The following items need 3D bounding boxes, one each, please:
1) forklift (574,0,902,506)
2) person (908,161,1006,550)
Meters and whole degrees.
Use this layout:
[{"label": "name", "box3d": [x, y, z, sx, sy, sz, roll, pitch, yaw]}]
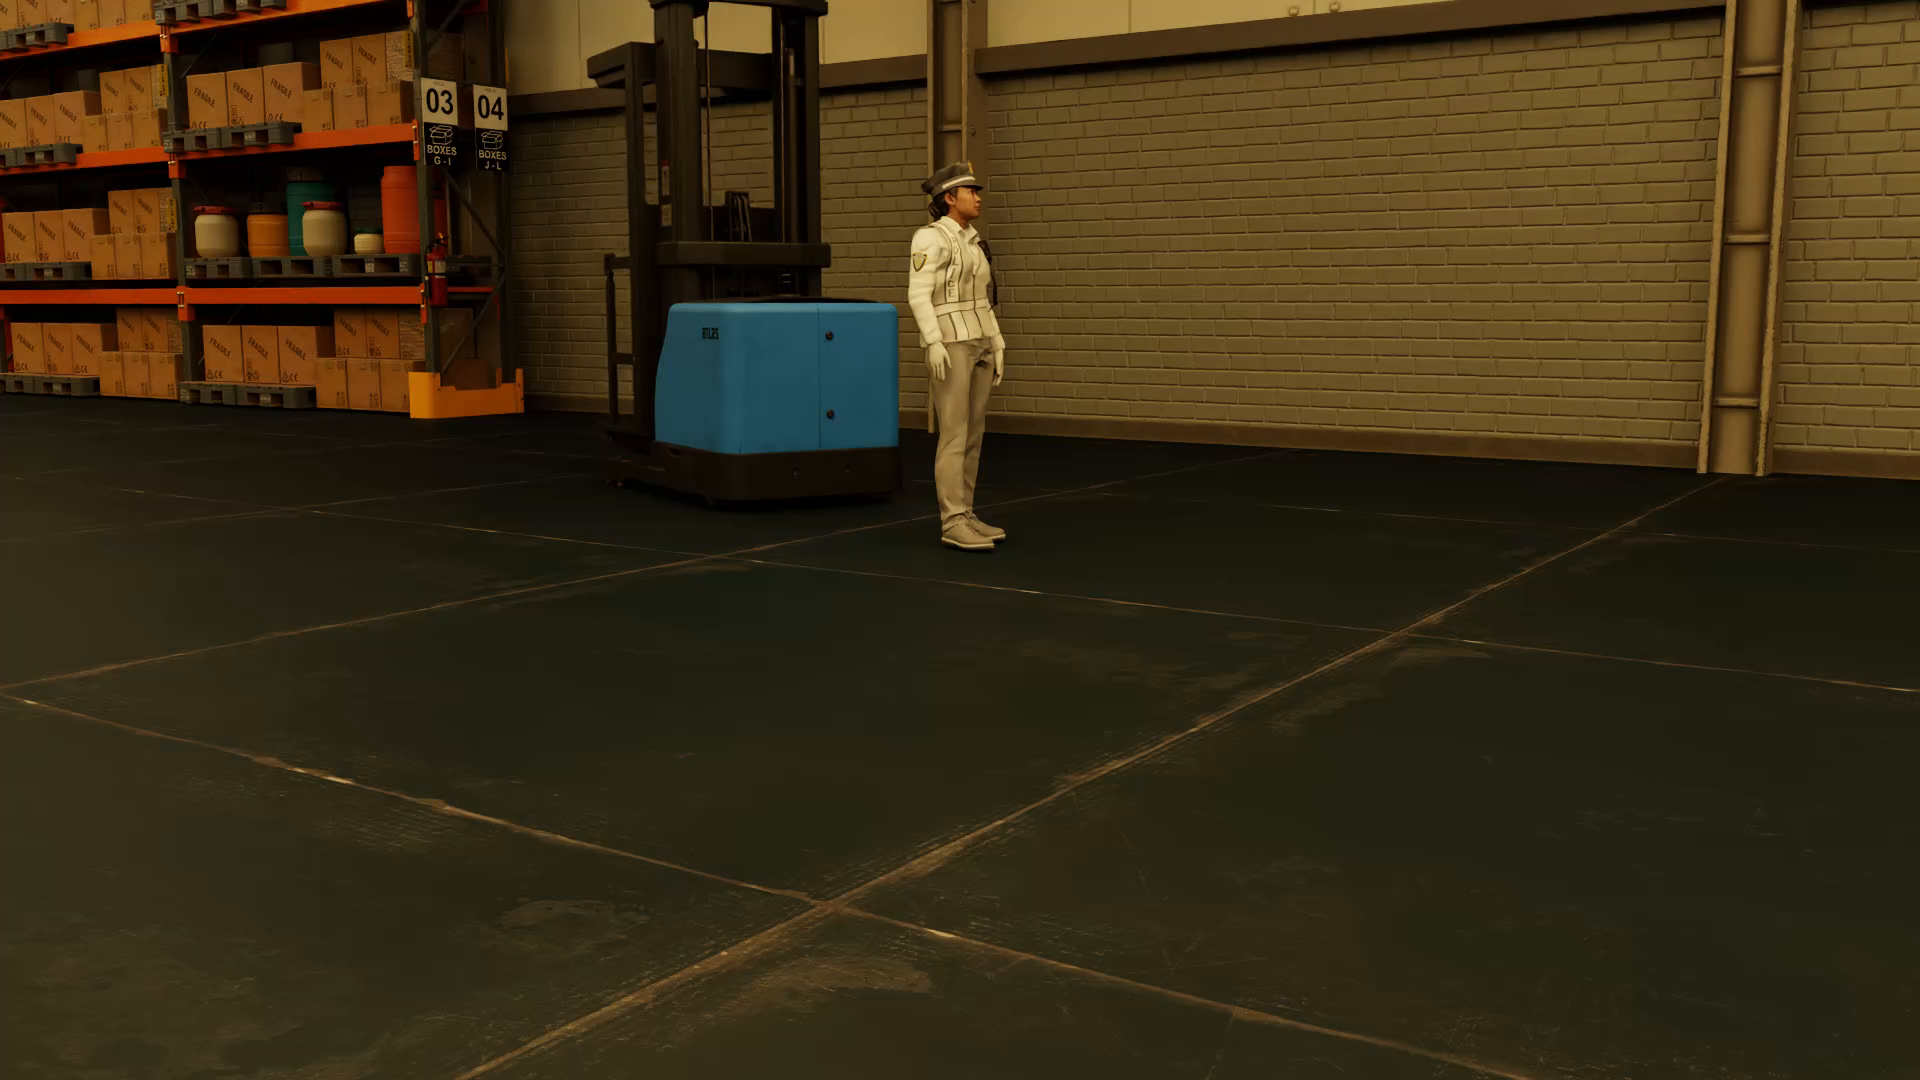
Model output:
[{"label": "forklift", "box3d": [-1.503, -1.793, 9.799, 1.130, 2.935, 3.031, -5, 9, -31]}, {"label": "person", "box3d": [0.053, -0.840, 7.440, 0.532, 1.694, 0.586, 5, 10, 34]}]
